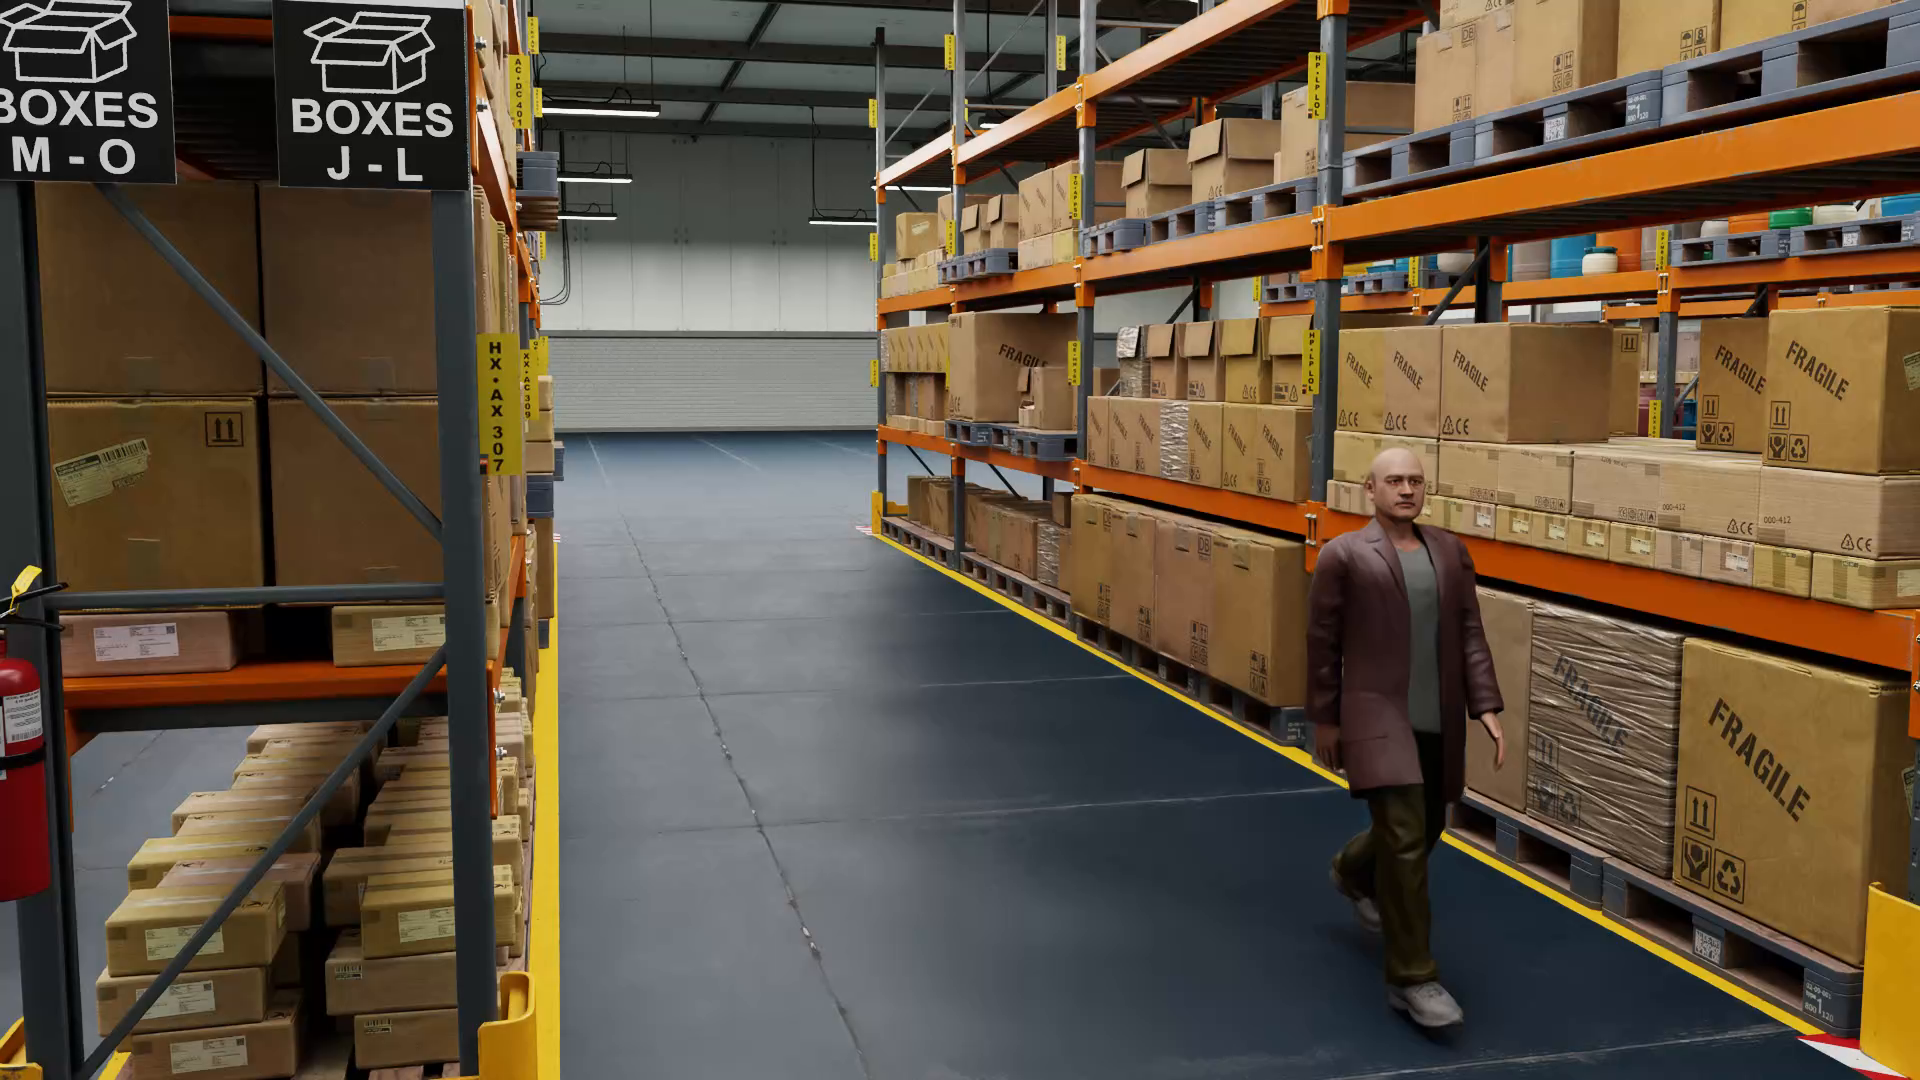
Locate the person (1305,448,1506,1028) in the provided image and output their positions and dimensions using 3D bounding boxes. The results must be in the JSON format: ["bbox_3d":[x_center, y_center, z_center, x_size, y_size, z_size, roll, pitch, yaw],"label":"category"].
[{"bbox_3d":[1.433,0.573,5.383,0.573,1.738,1.065,-2,6,-16],"label":"person"}]
